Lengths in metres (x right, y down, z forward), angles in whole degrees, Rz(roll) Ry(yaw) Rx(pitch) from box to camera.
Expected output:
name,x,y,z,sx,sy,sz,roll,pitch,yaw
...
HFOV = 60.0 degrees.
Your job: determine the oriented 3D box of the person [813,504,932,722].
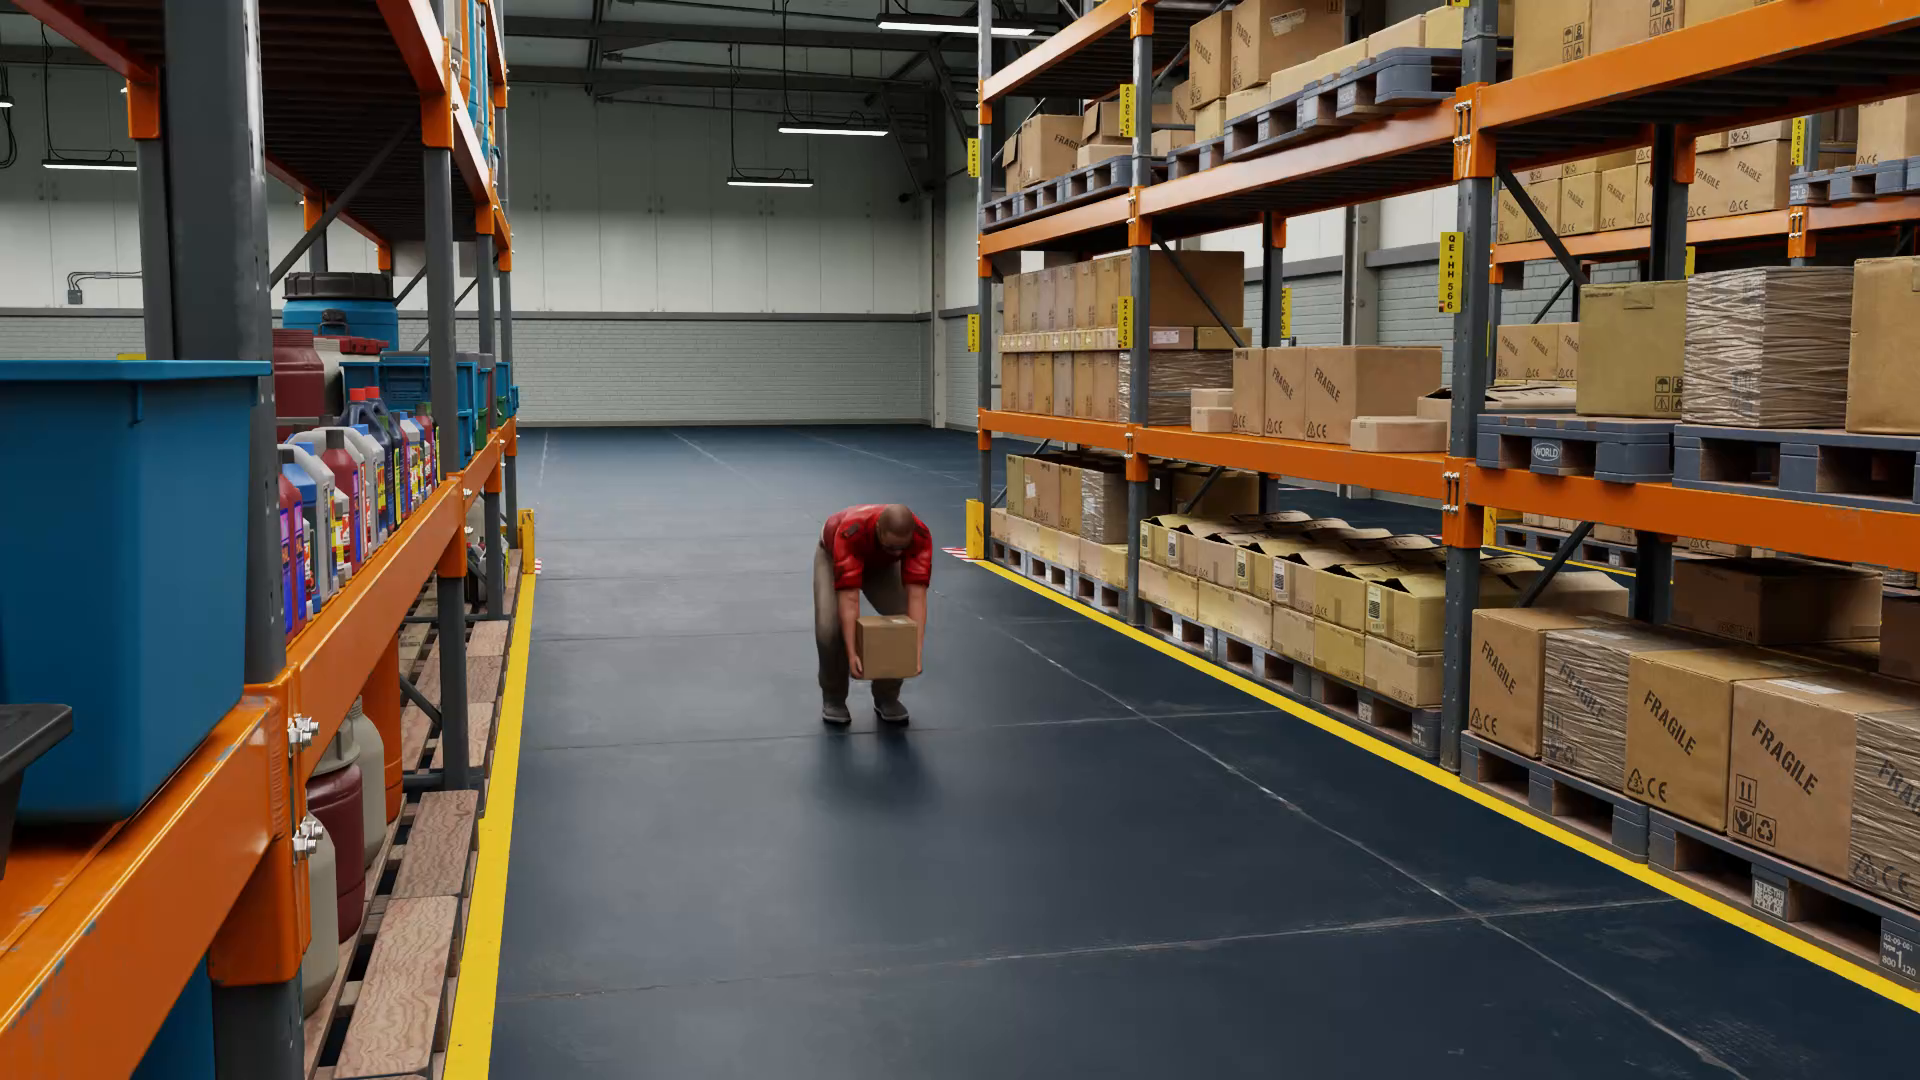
name,x,y,z,sx,sy,sz,roll,pitch,yaw
person,-0.421,0.340,7.876,0.515,1.087,0.942,-2,6,-17
